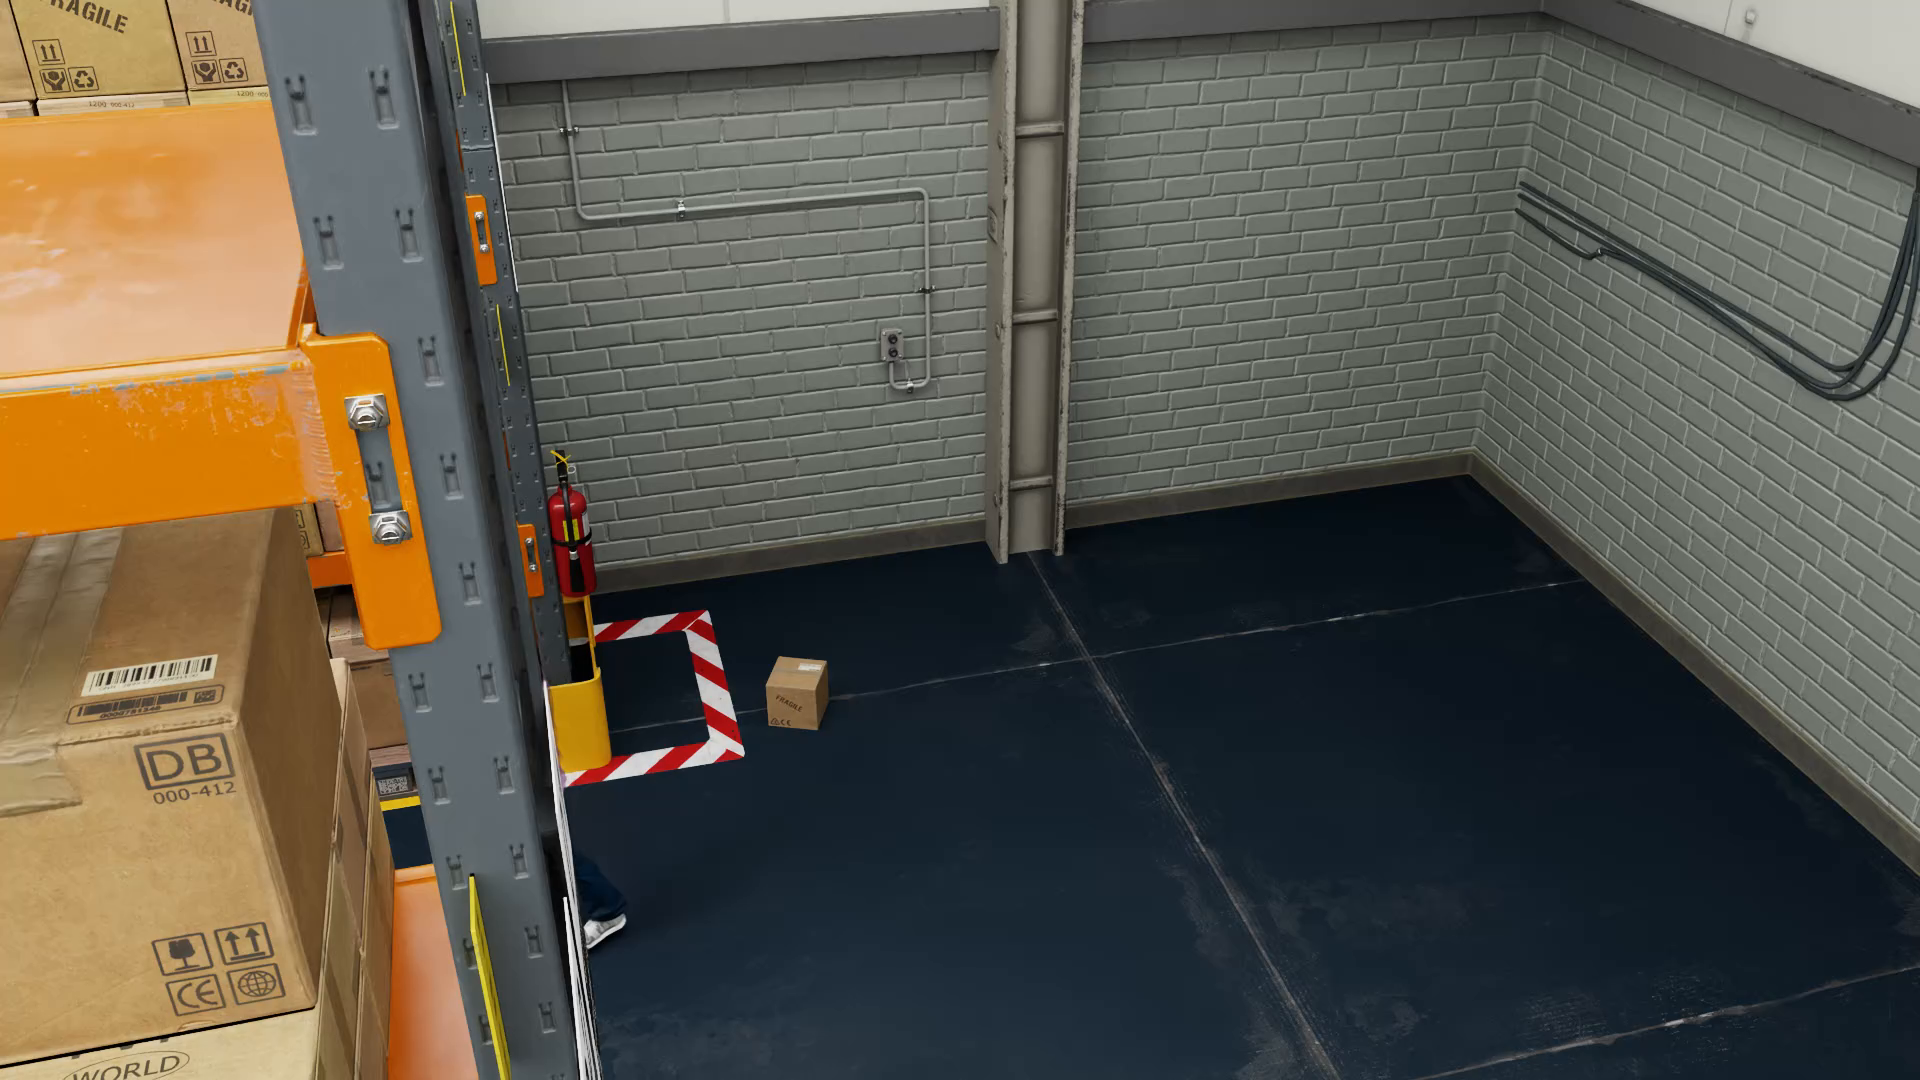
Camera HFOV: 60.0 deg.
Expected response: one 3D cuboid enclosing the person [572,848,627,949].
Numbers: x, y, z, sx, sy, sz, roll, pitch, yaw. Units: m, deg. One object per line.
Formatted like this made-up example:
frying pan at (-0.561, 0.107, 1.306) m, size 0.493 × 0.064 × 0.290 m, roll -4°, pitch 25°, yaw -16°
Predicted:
person at (-1.834, 1.005, 6.538) m, size 0.894 × 1.558 × 0.491 m, roll -11°, pitch 33°, yaw -18°
